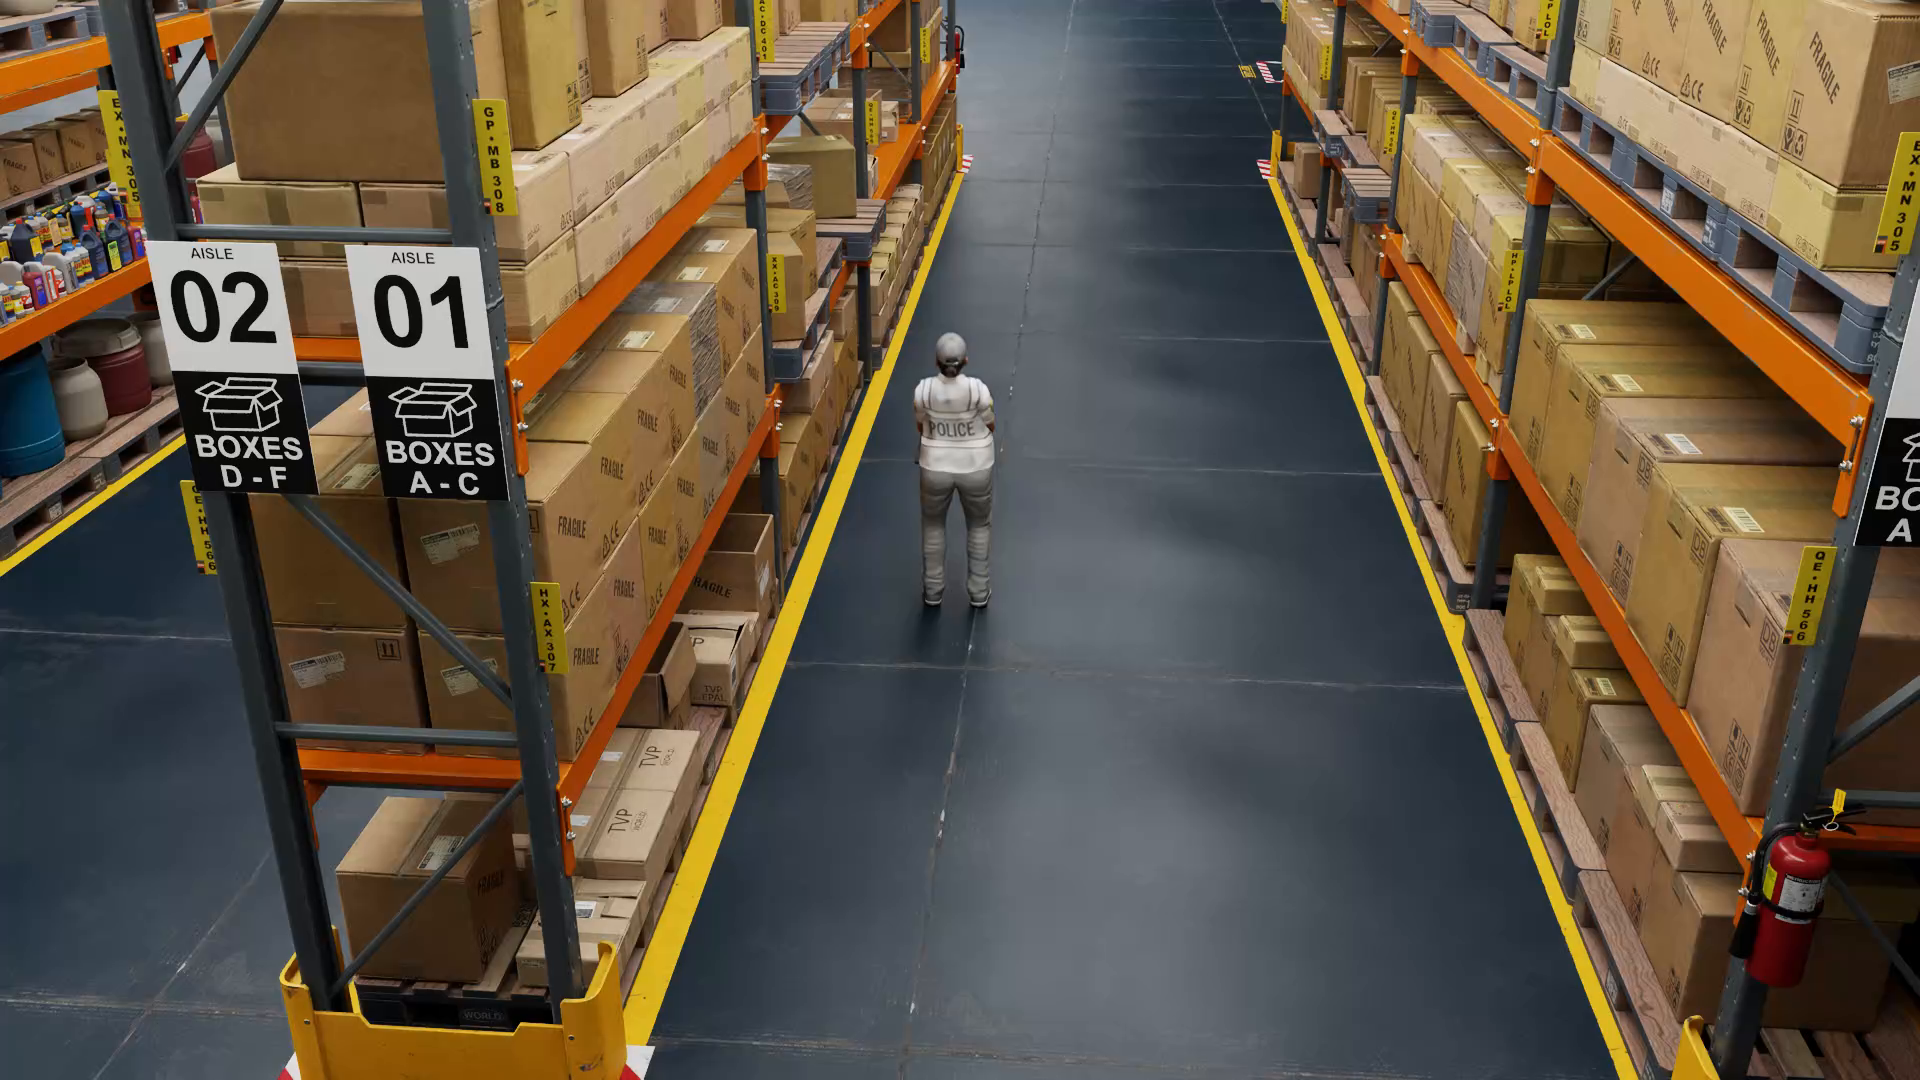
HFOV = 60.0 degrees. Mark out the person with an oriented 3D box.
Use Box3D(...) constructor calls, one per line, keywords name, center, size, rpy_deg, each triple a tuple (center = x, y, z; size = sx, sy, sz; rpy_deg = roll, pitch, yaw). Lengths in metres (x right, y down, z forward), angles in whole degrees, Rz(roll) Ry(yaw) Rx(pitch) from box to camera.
Box3D(name="person", center=(-0.027, -0.428, 9.546), size=(0.452, 1.653, 0.533), rpy_deg=(2, 25, 3))
